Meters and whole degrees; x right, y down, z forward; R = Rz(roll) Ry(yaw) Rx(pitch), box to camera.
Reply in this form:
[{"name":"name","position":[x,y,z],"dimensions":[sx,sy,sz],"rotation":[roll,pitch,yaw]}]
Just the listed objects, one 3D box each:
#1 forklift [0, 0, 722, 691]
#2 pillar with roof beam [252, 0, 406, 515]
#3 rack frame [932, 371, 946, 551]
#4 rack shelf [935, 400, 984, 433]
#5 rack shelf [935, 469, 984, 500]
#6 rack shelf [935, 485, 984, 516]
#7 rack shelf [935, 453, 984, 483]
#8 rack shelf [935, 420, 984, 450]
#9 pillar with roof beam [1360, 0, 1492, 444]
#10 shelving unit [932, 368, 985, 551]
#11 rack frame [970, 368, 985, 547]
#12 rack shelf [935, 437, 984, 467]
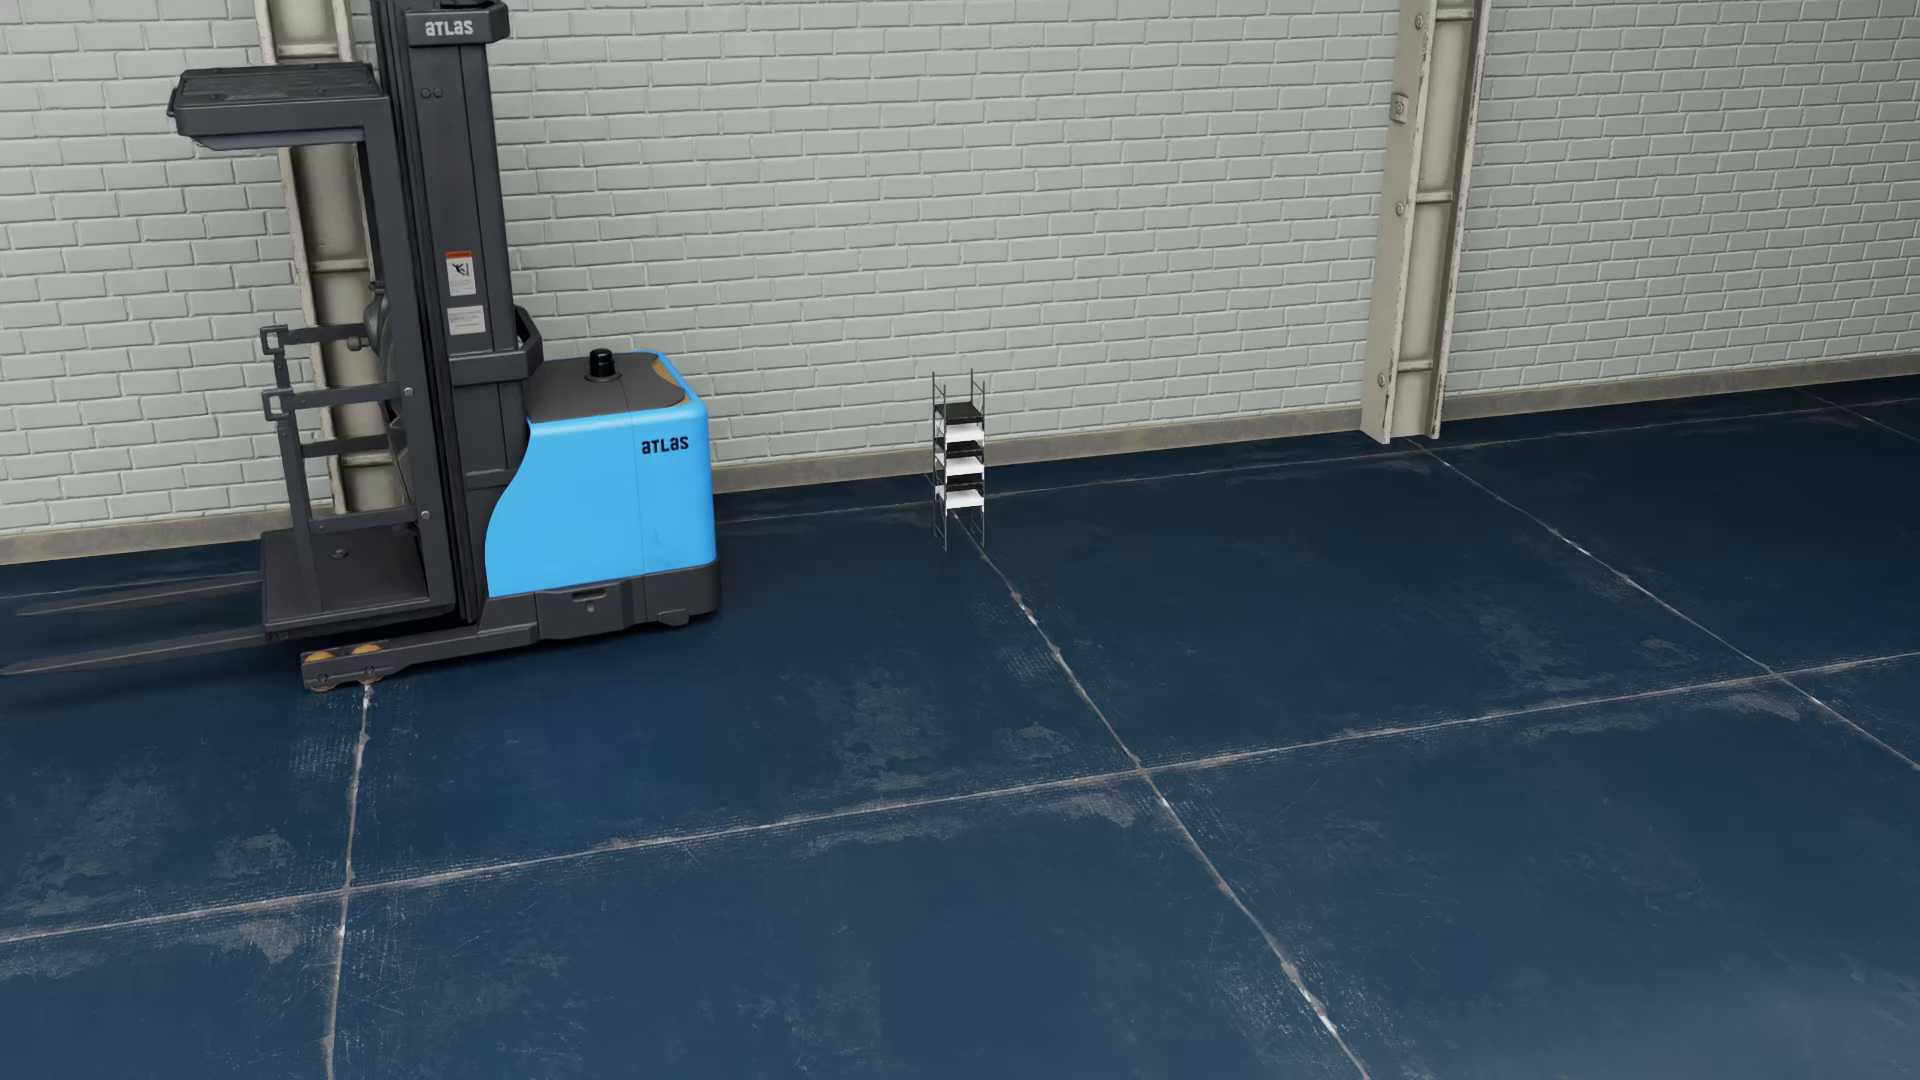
[{"name":"forklift","position":[-2.694,-0.926,7.192],"dimensions":[3.031,2.935,1.130],"rotation":[-9,25,-20]},{"name":"pillar with roof beam","position":[-1.900,-2.525,3.223],"dimensions":[0.400,9.000,9.100],"rotation":[-6,24,-14]},{"name":"rack frame","position":[-0.106,-0.402,8.545],"dimensions":[0.006,0.900,0.240],"rotation":[-6,24,-14]},{"name":"rack shelf","position":[-0.008,-0.630,8.477],"dimensions":[0.200,0.077,0.258],"rotation":[-6,24,-14]},{"name":"rack shelf","position":[-0.008,-0.299,8.619],"dimensions":[0.200,0.077,0.258],"rotation":[-6,24,-14]},{"name":"rack shelf","position":[-0.008,-0.217,8.655],"dimensions":[0.200,0.077,0.258],"rotation":[-6,24,-14]},{"name":"rack shelf","position":[-0.008,-0.382,8.584],"dimensions":[0.200,0.077,0.258],"rotation":[-6,24,-14]},{"name":"rack shelf","position":[-0.008,-0.547,8.513],"dimensions":[0.200,0.077,0.258],"rotation":[-6,24,-14]},{"name":"pillar with roof beam","position":[3.877,-3.164,4.712],"dimensions":[0.400,9.000,9.100],"rotation":[-6,24,-14]},{"name":"shelving unit","position":[-0.008,-0.413,8.571],"dimensions":[0.210,0.900,0.258],"rotation":[-6,24,-14]},{"name":"rack frame","position":[0.090,-0.424,8.596],"dimensions":[0.006,0.900,0.240],"rotation":[-6,24,-14]},{"name":"rack shelf","position":[-0.008,-0.465,8.548],"dimensions":[0.200,0.077,0.258],"rotation":[-6,24,-14]}]
